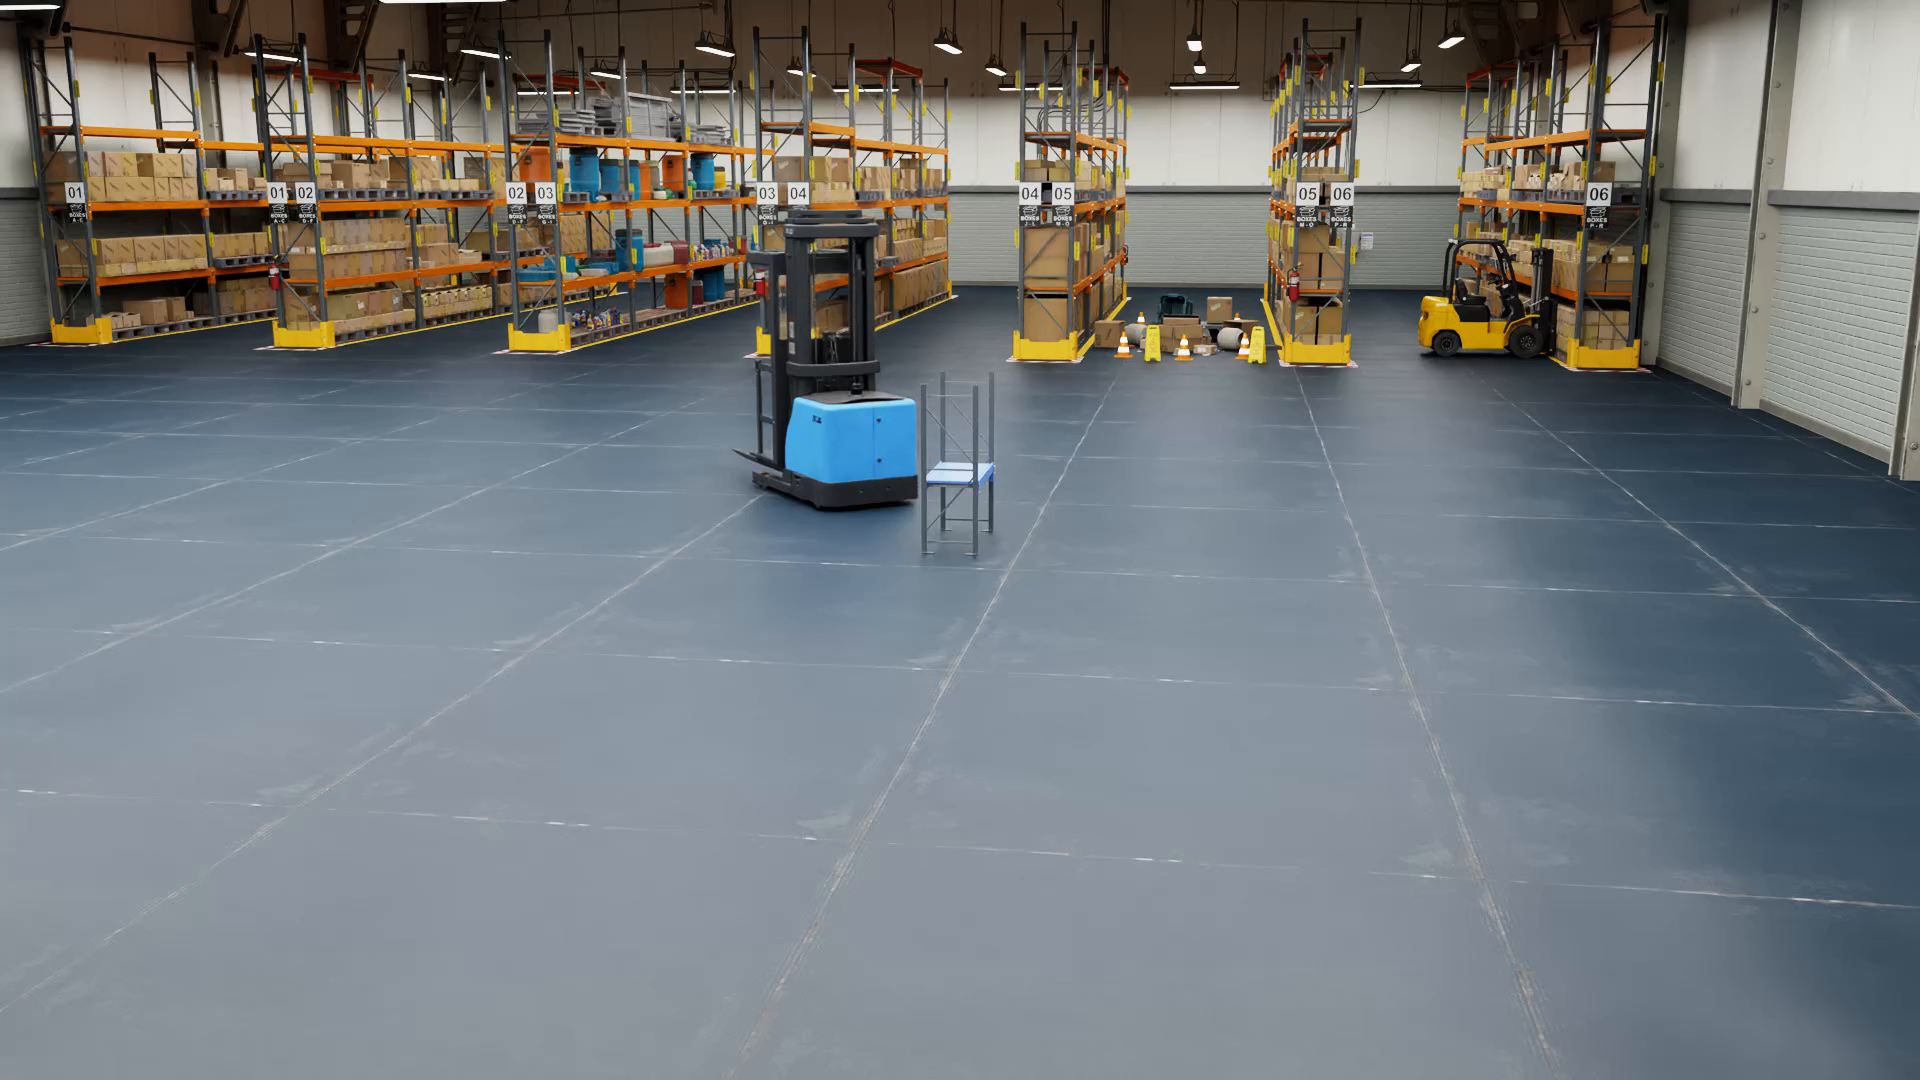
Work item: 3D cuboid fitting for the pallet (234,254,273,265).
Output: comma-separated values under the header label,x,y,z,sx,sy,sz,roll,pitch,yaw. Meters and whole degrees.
label,x,y,z,sx,sy,sz,roll,pitch,yaw
pallet,-17.016,-6.663,39.505,1.003,0.211,1.213,2,12,9

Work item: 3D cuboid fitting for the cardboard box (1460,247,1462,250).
label,x,y,z,sx,sy,sz,roll,pitch,yaw
cardboard box,13.445,-7.755,43.763,0.500,0.250,0.500,2,12,9

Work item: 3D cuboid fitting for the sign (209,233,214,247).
label,x,y,z,sx,sy,sz,roll,pitch,yaw
sign,-16.830,-6.745,37.374,0.100,0.325,0.005,2,12,9

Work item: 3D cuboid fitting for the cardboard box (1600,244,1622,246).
label,x,y,z,sx,sy,sz,roll,pitch,yaw
cardboard box,11.814,-5.277,30.132,0.380,0.149,0.250,2,12,9

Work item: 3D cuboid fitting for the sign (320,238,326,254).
label,x,y,z,sx,sy,sz,roll,pitch,yaw
sign,-12.540,-5.788,32.745,0.100,0.325,0.005,2,12,9

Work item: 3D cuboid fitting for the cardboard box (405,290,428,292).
label,x,y,z,sx,sy,sz,roll,pitch,yaw
cardboard box,-12.540,-5.619,38.404,0.500,0.311,0.500,2,12,8

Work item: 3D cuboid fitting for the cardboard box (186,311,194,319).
label,x,y,z,sx,sy,sz,roll,pitch,yaw
cardboard box,-17.420,-5.056,37.270,0.380,0.166,0.250,0,12,1

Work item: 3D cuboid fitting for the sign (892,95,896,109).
label,x,y,z,sx,sy,sz,roll,pitch,yaw
sign,-1.531,-10.102,38.358,0.100,0.325,0.005,2,12,9

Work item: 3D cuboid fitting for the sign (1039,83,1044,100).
label,x,y,z,sx,sy,sz,roll,pitch,yaw
sign,1.663,-9.118,33.793,0.100,0.325,0.005,2,12,9

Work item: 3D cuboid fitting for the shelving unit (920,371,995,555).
label,x,y,z,sx,sy,sz,roll,pitch,yaw
shelving unit,-0.013,-0.715,15.010,0.538,1.500,1.048,2,12,9

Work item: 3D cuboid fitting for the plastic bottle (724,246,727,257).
label,x,y,z,sx,sy,sz,roll,pitch,yaw
plastic bottle,-6.080,-7.483,43.130,0.061,0.283,0.133,2,12,9

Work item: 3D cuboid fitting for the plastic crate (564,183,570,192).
label,x,y,z,sx,sy,sz,roll,pitch,yaw
plastic crate,-8.198,-7.050,33.759,0.392,0.384,0.575,2,12,9

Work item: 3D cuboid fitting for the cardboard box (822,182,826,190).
label,x,y,z,sx,sy,sz,roll,pitch,yaw
cardboard box,-2.822,-6.874,32.315,0.380,0.149,0.250,2,12,9

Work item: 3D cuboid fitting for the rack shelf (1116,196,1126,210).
label,x,y,z,sx,sy,sz,roll,pitch,yaw
rack shelf,3.739,-8.871,43.881,1.077,0.370,4.000,2,12,9

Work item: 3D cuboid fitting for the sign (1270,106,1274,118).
label,x,y,z,sx,sy,sz,roll,pitch,yaw
sign,8.406,-11.519,44.748,0.100,0.325,0.005,2,12,9

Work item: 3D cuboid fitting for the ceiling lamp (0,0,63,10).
label,x,y,z,sx,sy,sz,roll,pitch,yaw
ceiling lamp,-14.978,-9.748,25.268,2.000,3.185,0.800,2,12,9

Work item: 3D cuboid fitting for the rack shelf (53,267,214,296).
label,x,y,z,sx,sy,sz,roll,pitch,yaw
rack shelf,-17.675,-5.570,35.683,1.077,0.370,4.000,2,12,9

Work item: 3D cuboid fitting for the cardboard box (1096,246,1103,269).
label,x,y,z,sx,sy,sz,roll,pitch,yaw
cardboard box,2.934,-6.350,37.358,0.500,0.500,0.500,2,12,9

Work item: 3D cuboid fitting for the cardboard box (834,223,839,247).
label,x,y,z,sx,sy,sz,roll,pitch,yaw
cardboard box,-2.715,-6.125,33.233,0.500,0.500,0.500,2,12,9

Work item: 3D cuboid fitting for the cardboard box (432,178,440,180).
label,x,y,z,sx,sy,sz,roll,pitch,yaw
cardboard box,-15.372,-10.322,48.028,0.500,0.250,0.500,2,12,10

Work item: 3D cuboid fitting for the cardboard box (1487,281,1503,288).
label,x,y,z,sx,sy,sz,roll,pitch,yaw
cardboard box,12.931,-6.161,40.115,0.380,0.149,0.250,1,12,6

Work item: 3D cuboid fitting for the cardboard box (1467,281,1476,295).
label,x,y,z,sx,sy,sz,roll,pitch,yaw
cardboard box,13.341,-6.340,42.483,0.700,0.500,0.500,1,12,7

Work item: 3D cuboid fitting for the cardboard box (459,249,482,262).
label,x,y,z,sx,sy,sz,roll,pitch,yaw
cardboard box,-11.956,-6.893,40.326,0.500,0.311,0.500,3,12,12

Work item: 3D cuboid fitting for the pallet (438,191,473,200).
label,x,y,z,sx,sy,sz,roll,pitch,yaw
pallet,-12.042,-8.008,38.616,1.003,0.211,1.213,2,12,11

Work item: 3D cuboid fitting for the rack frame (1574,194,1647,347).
label,x,y,z,sx,sy,sz,roll,pitch,yaw
rack frame,11.398,-4.543,29.209,1.000,3.000,0.127,2,12,9

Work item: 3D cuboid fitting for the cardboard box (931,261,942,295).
label,x,y,z,sx,sy,sz,roll,pitch,yaw
cardboard box,-0.998,-7.196,45.566,0.875,0.875,0.875,2,12,9

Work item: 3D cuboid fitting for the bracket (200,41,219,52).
label,x,y,z,sx,sy,sz,roll,pitch,yaw
bracket,-17.520,-11.522,38.812,0.235,0.232,0.430,2,12,9

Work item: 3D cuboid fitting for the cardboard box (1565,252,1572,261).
label,x,y,z,sx,sy,sz,roll,pitch,yaw
cardboard box,11.329,-5.204,30.502,0.380,0.149,0.250,1,12,7

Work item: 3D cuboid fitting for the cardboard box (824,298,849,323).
label,x,y,z,sx,sy,sz,roll,pitch,yaw
cardboard box,-2.568,-4.977,36.112,0.700,0.500,0.500,1,12,4

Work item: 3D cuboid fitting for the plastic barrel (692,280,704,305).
label,x,y,z,sx,sy,sz,roll,pitch,yaw
plastic barrel,-6.731,-6.214,41.689,0.600,0.588,0.708,2,12,9

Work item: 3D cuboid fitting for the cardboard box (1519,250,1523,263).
label,x,y,z,sx,sy,sz,roll,pitch,yaw
cardboard box,12.089,-5.975,35.024,0.500,0.250,0.500,2,12,9

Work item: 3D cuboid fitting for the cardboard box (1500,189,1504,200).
label,x,y,z,sx,sy,sz,roll,pitch,yaw
cardboard box,12.544,-7.820,37.654,0.500,0.250,0.500,2,12,9

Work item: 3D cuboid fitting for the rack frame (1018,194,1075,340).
label,x,y,z,sx,sy,sz,roll,pitch,yaw
rack frame,1.586,-4.842,30.598,1.000,3.000,0.127,2,12,9

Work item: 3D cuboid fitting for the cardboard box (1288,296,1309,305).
label,x,y,z,sx,sy,sz,roll,pitch,yaw
cardboard box,6.348,-4.501,31.227,0.380,0.149,0.250,2,12,10

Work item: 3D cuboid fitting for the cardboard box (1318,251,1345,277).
label,x,y,z,sx,sy,sz,roll,pitch,yaw
cardboard box,6.916,-5.095,30.826,0.500,0.500,0.500,2,12,10

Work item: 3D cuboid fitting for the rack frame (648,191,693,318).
label,x,y,z,sx,sy,sz,roll,pitch,yaw
rack frame,-6.963,-6.850,39.913,1.000,3.000,0.127,2,12,9

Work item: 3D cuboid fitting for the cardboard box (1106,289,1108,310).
label,x,y,z,sx,sy,sz,roll,pitch,yaw
cardboard box,3.251,-5.734,39.675,0.500,0.500,0.500,2,12,9

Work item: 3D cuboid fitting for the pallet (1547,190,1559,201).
label,x,y,z,sx,sy,sz,roll,pitch,yaw
pallet,11.908,-6.620,31.938,1.003,0.211,1.213,2,12,9

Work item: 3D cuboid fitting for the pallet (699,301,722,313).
label,x,y,z,sx,sy,sz,roll,pitch,yaw
pallet,-6.693,-5.905,42.150,1.003,0.211,1.213,2,12,9

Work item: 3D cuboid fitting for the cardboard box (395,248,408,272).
label,x,y,z,sx,sy,sz,roll,pitch,yaw
cardboard box,-12.534,-6.135,36.358,0.700,0.500,0.500,2,12,7

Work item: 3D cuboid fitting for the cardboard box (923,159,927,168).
label,x,y,z,sx,sy,sz,roll,pitch,yaw
cardboard box,-1.159,-10.070,44.486,0.500,0.250,0.500,1,12,7

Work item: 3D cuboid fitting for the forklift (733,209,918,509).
label,x,y,z,sx,sy,sz,roll,pitch,yaw
forklift,-1.579,-2.010,17.621,1.130,2.935,3.031,-7,14,-28

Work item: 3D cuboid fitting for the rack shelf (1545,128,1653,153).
label,x,y,z,sx,sy,sz,roll,pitch,yaw
rack shelf,11.706,-7.344,30.626,1.077,0.370,4.000,2,12,9

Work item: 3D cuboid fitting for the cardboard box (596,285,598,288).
label,x,y,z,sx,sy,sz,roll,pitch,yaw
cardboard box,-10.618,-7.304,47.701,0.380,0.166,0.250,2,12,9

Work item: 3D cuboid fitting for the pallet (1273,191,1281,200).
label,x,y,z,sx,sy,sz,roll,pitch,yaw
pallet,7.770,-7.878,38.012,1.213,0.211,1.003,2,12,11

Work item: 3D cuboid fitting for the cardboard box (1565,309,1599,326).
label,x,y,z,sx,sy,sz,roll,pitch,yaw
cardboard box,11.161,-3.999,29.840,0.500,0.250,0.500,2,12,11

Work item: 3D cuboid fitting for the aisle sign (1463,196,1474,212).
label,x,y,z,sx,sy,sz,roll,pitch,yaw
aisle sign,13.579,-9.168,44.500,0.394,0.787,0.004,2,12,9

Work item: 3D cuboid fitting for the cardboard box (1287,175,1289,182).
label,x,y,z,sx,sy,sz,roll,pitch,yaw
cardboard box,6.737,-7.214,33.186,0.380,0.149,0.250,2,12,8

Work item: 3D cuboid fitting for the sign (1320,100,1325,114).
label,x,y,z,sx,sy,sz,roll,pitch,yaw
sign,8.876,-10.614,40.734,0.100,0.325,0.005,2,12,9
